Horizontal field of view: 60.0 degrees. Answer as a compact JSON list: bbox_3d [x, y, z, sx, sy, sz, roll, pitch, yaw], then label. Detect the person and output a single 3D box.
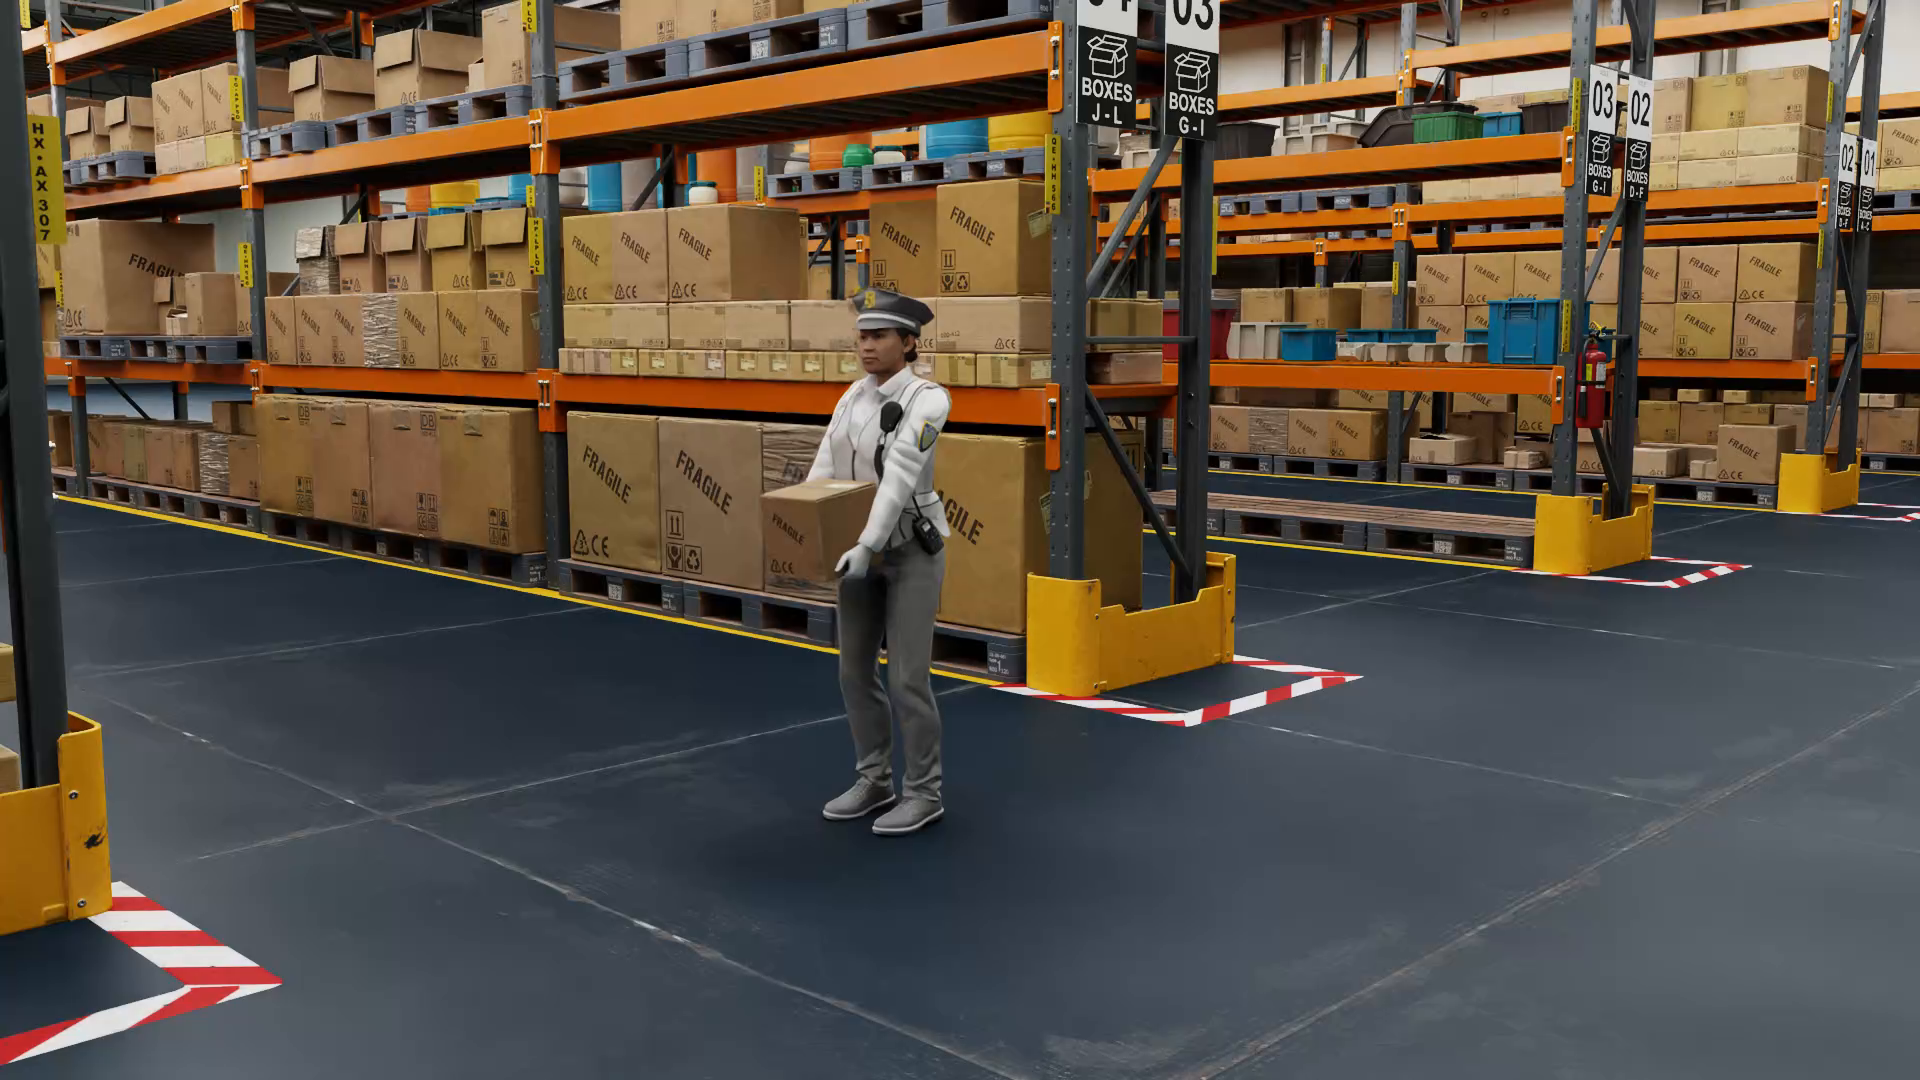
[{"bbox_3d":[-0.281,0.068,5.166,0.417,1.687,0.515,7,10,42],"label":"person"}]
